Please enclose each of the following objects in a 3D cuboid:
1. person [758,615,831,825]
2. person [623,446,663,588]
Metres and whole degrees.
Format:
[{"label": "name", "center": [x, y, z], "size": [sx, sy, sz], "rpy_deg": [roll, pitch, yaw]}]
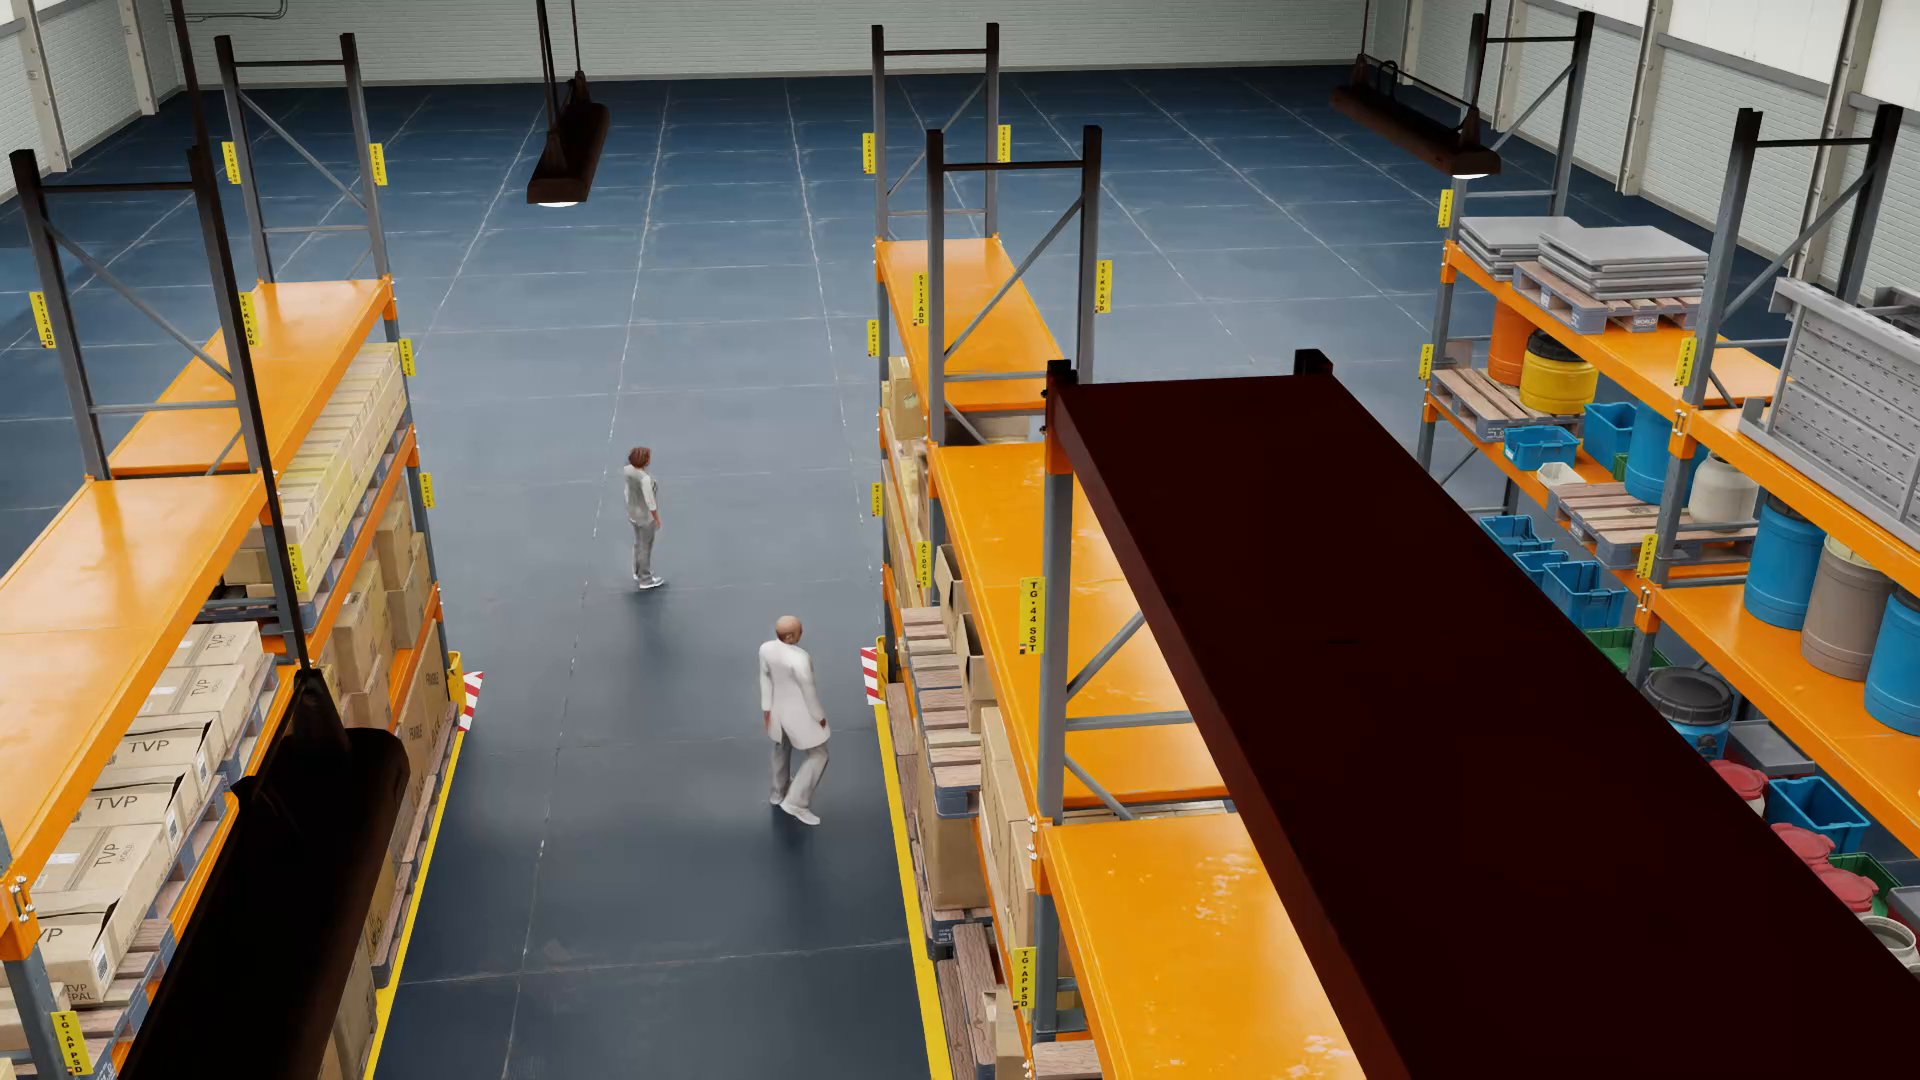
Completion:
[{"label": "person", "center": [-1.367, 1.428, 13.416], "size": [0.630, 1.795, 0.509], "rpy_deg": [22, 33, 39]}, {"label": "person", "center": [-3.267, -0.242, 17.175], "size": [0.363, 1.624, 0.488], "rpy_deg": [-21, 32, -37]}]
